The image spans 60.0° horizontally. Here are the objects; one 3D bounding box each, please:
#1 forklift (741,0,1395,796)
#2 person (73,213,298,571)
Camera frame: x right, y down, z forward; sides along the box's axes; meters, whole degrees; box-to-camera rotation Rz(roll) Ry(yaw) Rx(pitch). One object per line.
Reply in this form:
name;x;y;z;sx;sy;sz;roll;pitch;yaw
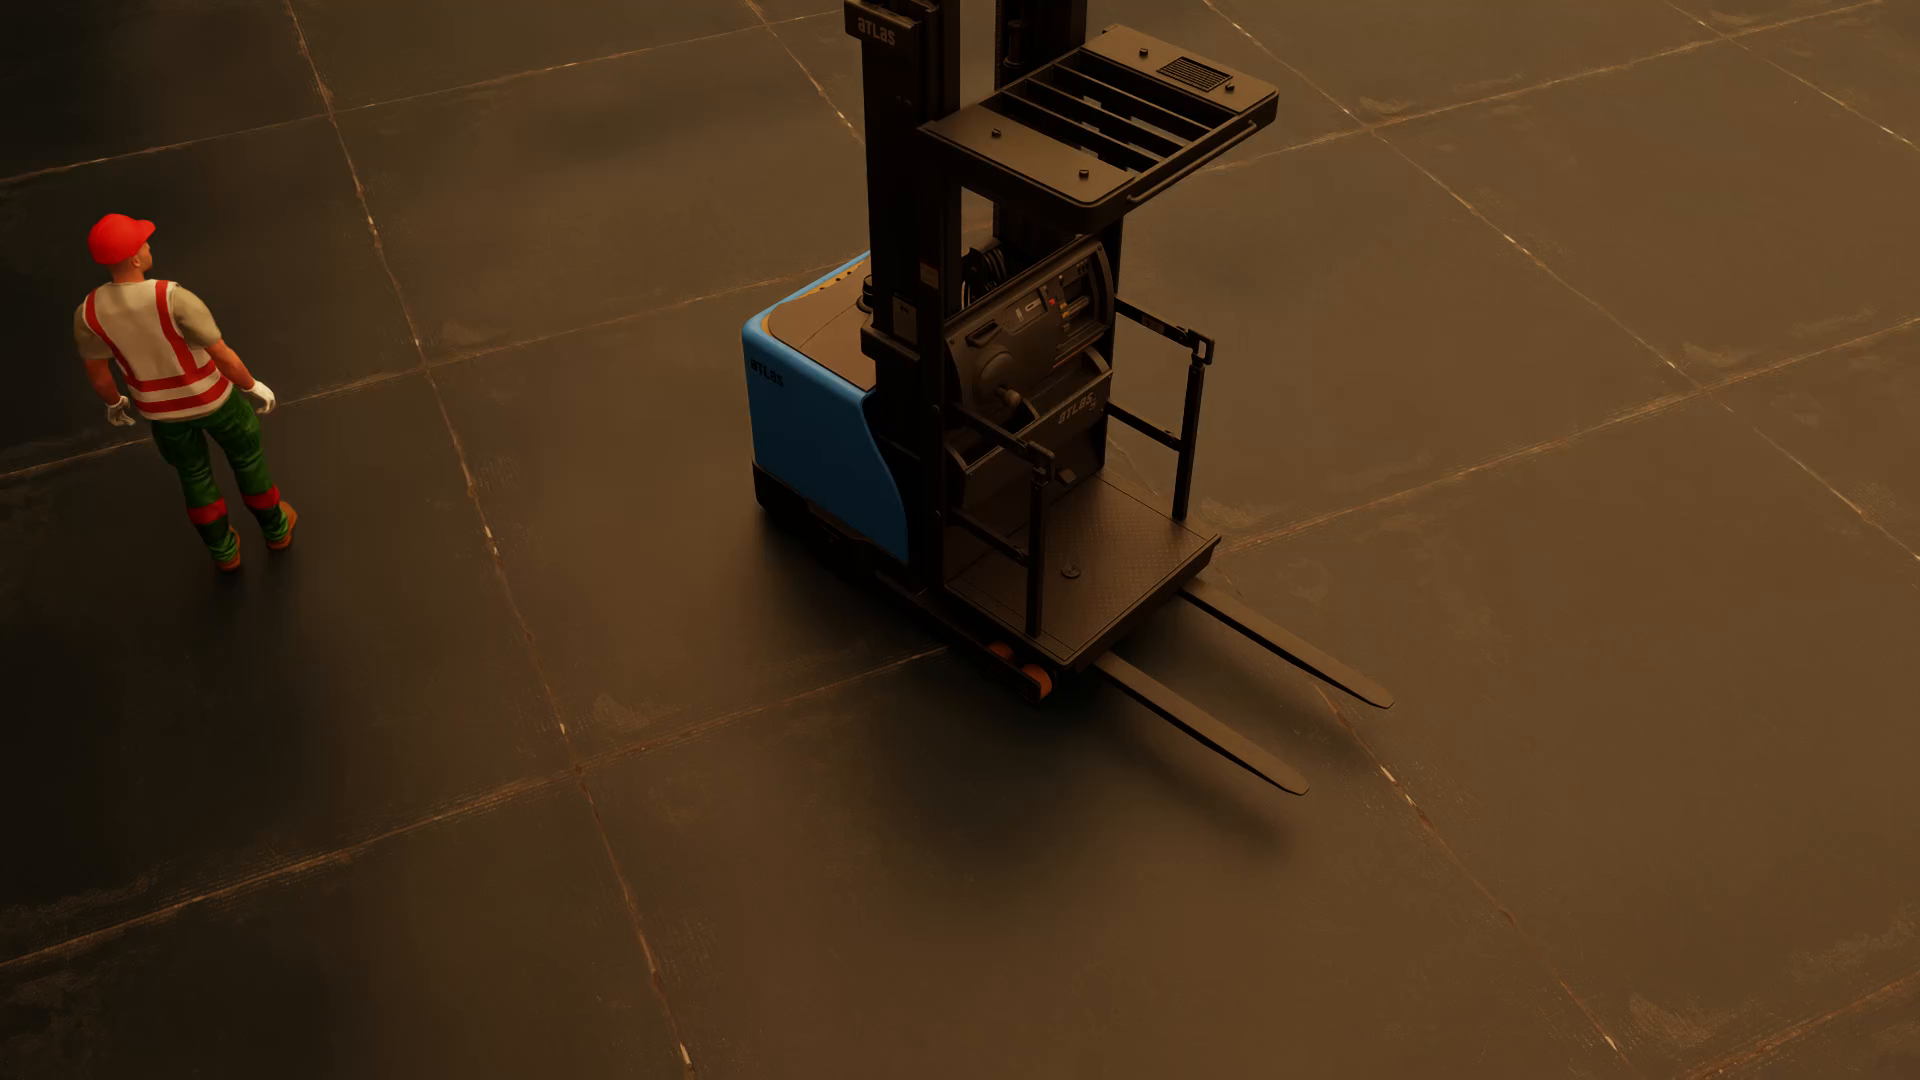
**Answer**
forklift;0.445;-0.788;6.525;3.031;2.935;1.130;32;52;30
person;-3.339;-0.643;7.211;0.705;1.788;0.426;-7;43;-8
